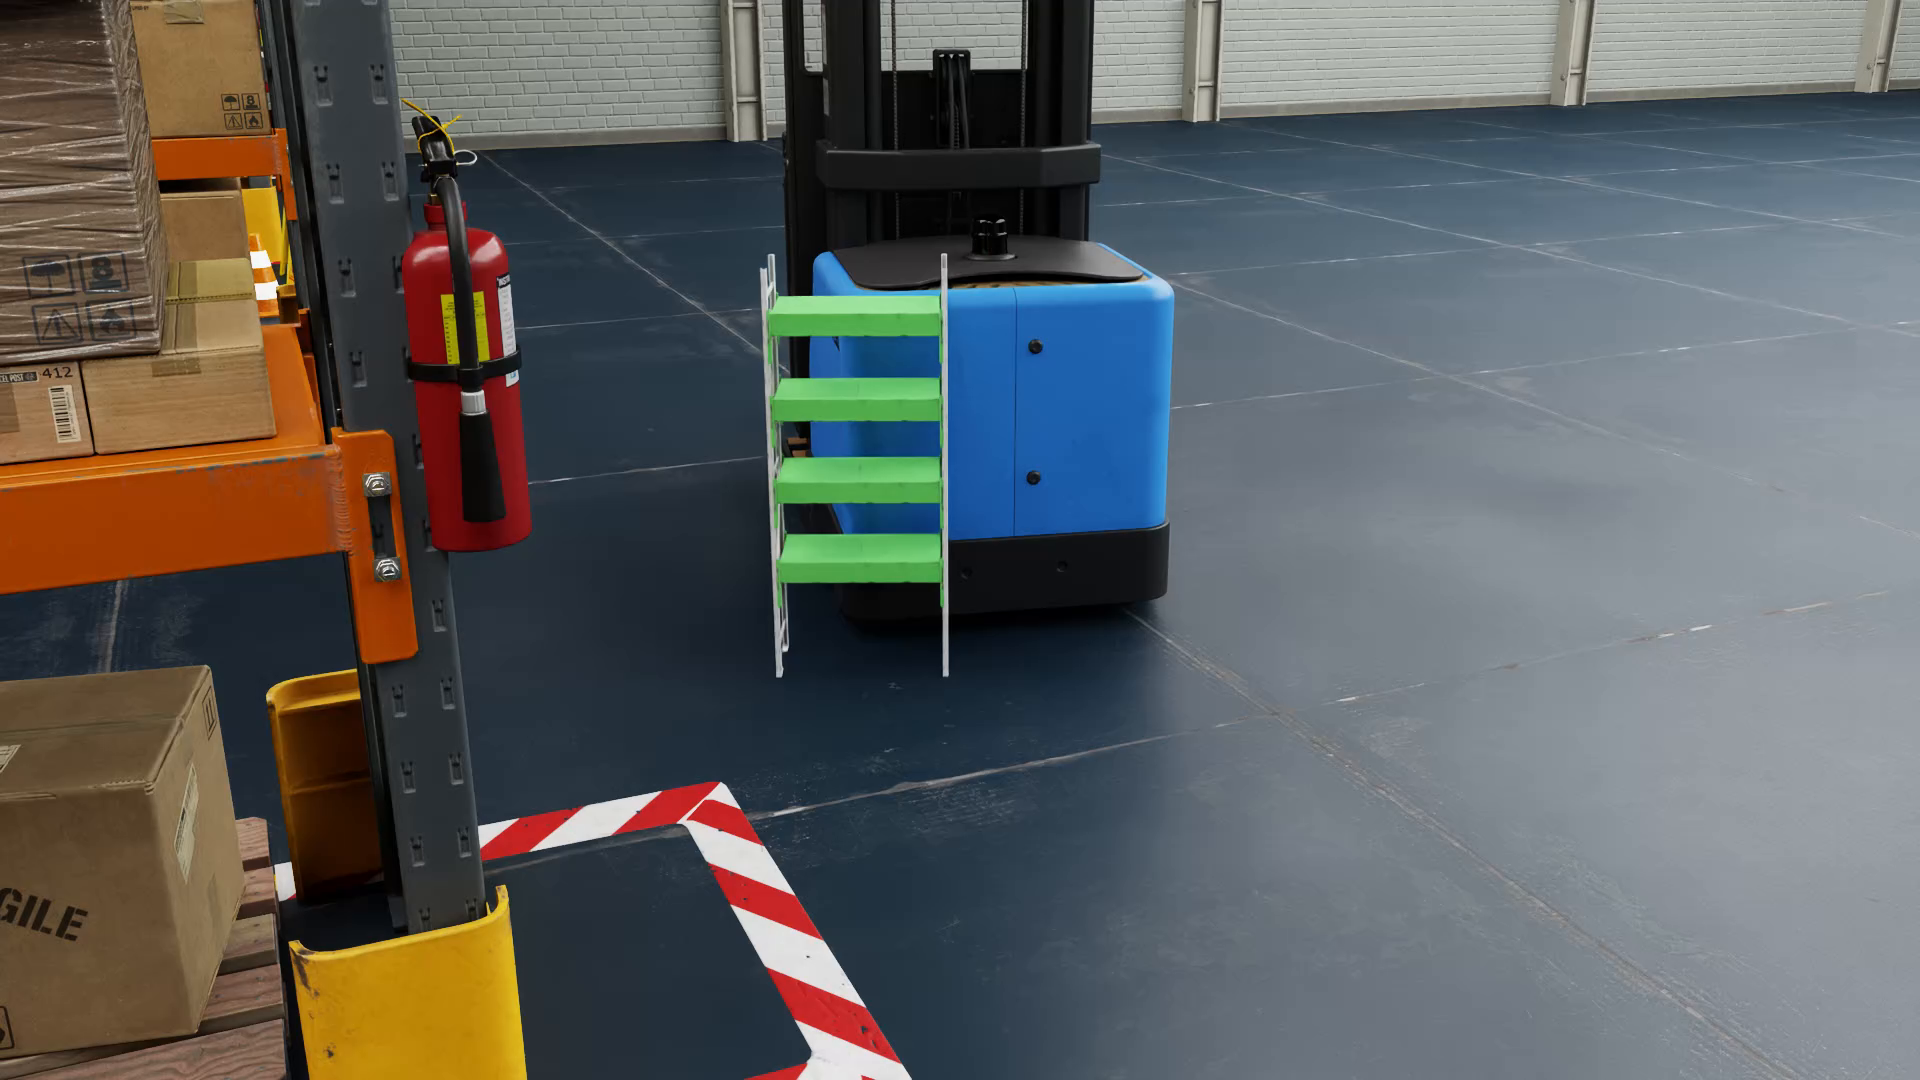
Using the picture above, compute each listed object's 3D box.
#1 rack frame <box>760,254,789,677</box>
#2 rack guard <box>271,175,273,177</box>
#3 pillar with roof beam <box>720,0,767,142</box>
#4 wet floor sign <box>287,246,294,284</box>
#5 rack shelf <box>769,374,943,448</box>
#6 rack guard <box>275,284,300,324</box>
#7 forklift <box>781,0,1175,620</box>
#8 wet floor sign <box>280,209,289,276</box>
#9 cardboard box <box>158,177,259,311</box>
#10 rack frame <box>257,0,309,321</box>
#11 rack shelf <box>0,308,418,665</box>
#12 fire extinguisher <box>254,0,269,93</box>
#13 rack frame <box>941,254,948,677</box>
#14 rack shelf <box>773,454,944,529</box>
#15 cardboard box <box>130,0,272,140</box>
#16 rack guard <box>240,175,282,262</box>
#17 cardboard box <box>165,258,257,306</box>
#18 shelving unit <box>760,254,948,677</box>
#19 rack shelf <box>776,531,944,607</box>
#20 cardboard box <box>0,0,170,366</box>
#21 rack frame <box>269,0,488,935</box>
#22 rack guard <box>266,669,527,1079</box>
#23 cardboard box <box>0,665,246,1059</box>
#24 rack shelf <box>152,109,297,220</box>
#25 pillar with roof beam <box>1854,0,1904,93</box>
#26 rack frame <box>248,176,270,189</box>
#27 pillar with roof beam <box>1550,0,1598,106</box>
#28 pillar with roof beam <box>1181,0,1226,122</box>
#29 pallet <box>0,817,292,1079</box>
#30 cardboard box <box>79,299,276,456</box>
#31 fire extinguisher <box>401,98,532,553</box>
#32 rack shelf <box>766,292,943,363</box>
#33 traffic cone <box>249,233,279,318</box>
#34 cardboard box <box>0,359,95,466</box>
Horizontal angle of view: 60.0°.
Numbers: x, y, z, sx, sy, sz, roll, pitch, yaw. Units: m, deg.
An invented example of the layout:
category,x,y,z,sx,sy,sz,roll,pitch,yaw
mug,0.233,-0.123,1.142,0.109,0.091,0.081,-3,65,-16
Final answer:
category,x,y,z,sx,sy,sz,roll,pitch,yaw
rack frame,-0.532,-0.203,4.791,0.015,1.200,0.240,0,19,-1
rack guard,-6.929,-3.845,16.189,0.348,0.500,1.175,-8,21,-22
pillar with roof beam,-0.733,-7.510,13.802,0.400,9.000,9.100,-8,21,-22
wet floor sign,-3.686,-1.508,9.335,0.232,0.644,0.267,-12,23,-31
rack shelf,-0.288,-0.370,4.735,0.480,0.148,0.258,0,19,-1
rack guard,-2.906,-0.835,7.642,0.348,0.500,1.175,-8,21,-22
forklift,-0.120,-1.588,6.119,1.130,2.935,3.031,-4,20,-10
wet floor sign,-4.383,-2.096,11.003,0.232,0.644,0.267,-1,19,-3
cardboard box,-3.524,-1.098,7.191,0.875,0.875,0.875,-8,21,-22
rack frame,-2.928,-2.011,7.218,0.127,3.000,1.000,-8,21,-22
rack shelf,-2.892,0.117,2.257,4.000,0.370,1.077,-8,21,-22
fire extinguisher,-4.694,-3.346,11.124,0.183,0.674,0.296,-8,21,-22
rack frame,-0.044,-0.204,4.796,0.015,1.200,0.240,0,19,-1
rack shelf,-0.288,-0.143,4.814,0.480,0.148,0.258,0,19,-1
cardboard box,-3.251,-2.019,7.015,0.550,0.550,0.875,-8,21,-22
rack guard,-5.051,-2.319,11.854,0.348,0.500,1.175,-8,21,-22
cardboard box,-1.412,-0.402,3.026,0.250,0.149,0.380,-8,21,-22
shelving unit,-0.288,-0.203,4.793,0.503,1.200,0.258,0,19,-1
rack shelf,-0.288,0.083,4.894,0.480,0.148,0.258,0,19,-1
cardboard box,-1.572,-0.609,2.637,0.500,0.500,0.875,-8,21,-22
rack frame,-1.056,-0.486,2.884,0.127,3.000,1.000,-8,21,-22
rack guard,-1.126,0.704,3.271,0.348,0.500,1.175,-8,21,-22
cardboard box,-1.636,0.572,3.011,0.500,0.500,0.500,-4,20,-12
rack shelf,-4.764,-1.409,6.590,4.000,0.370,1.077,-8,21,-22
pillar with roof beam,15.795,-9.878,20.527,0.400,9.000,9.100,-8,21,-22
rack frame,-4.981,-3.508,11.467,0.127,3.000,1.000,-8,21,-22
pillar with roof beam,10.286,-9.089,18.286,0.400,9.000,9.100,-8,21,-22
pillar with roof beam,4.776,-8.300,16.044,0.400,9.000,9.100,-8,21,-22
pallet,-1.886,0.936,3.046,1.213,0.211,1.003,-8,21,-22
cardboard box,-1.236,-0.267,2.641,0.250,0.149,0.380,-8,21,-22
fire extinguisher,-0.768,-0.324,2.541,0.183,0.674,0.296,-8,21,-22
rack shelf,-0.288,-0.596,4.655,0.480,0.148,0.258,0,19,-1
traffic cone,-4.113,-1.567,9.776,0.334,0.463,0.336,-8,21,-22
cardboard box,-1.466,-0.234,2.548,0.250,0.149,0.380,-8,21,-22
